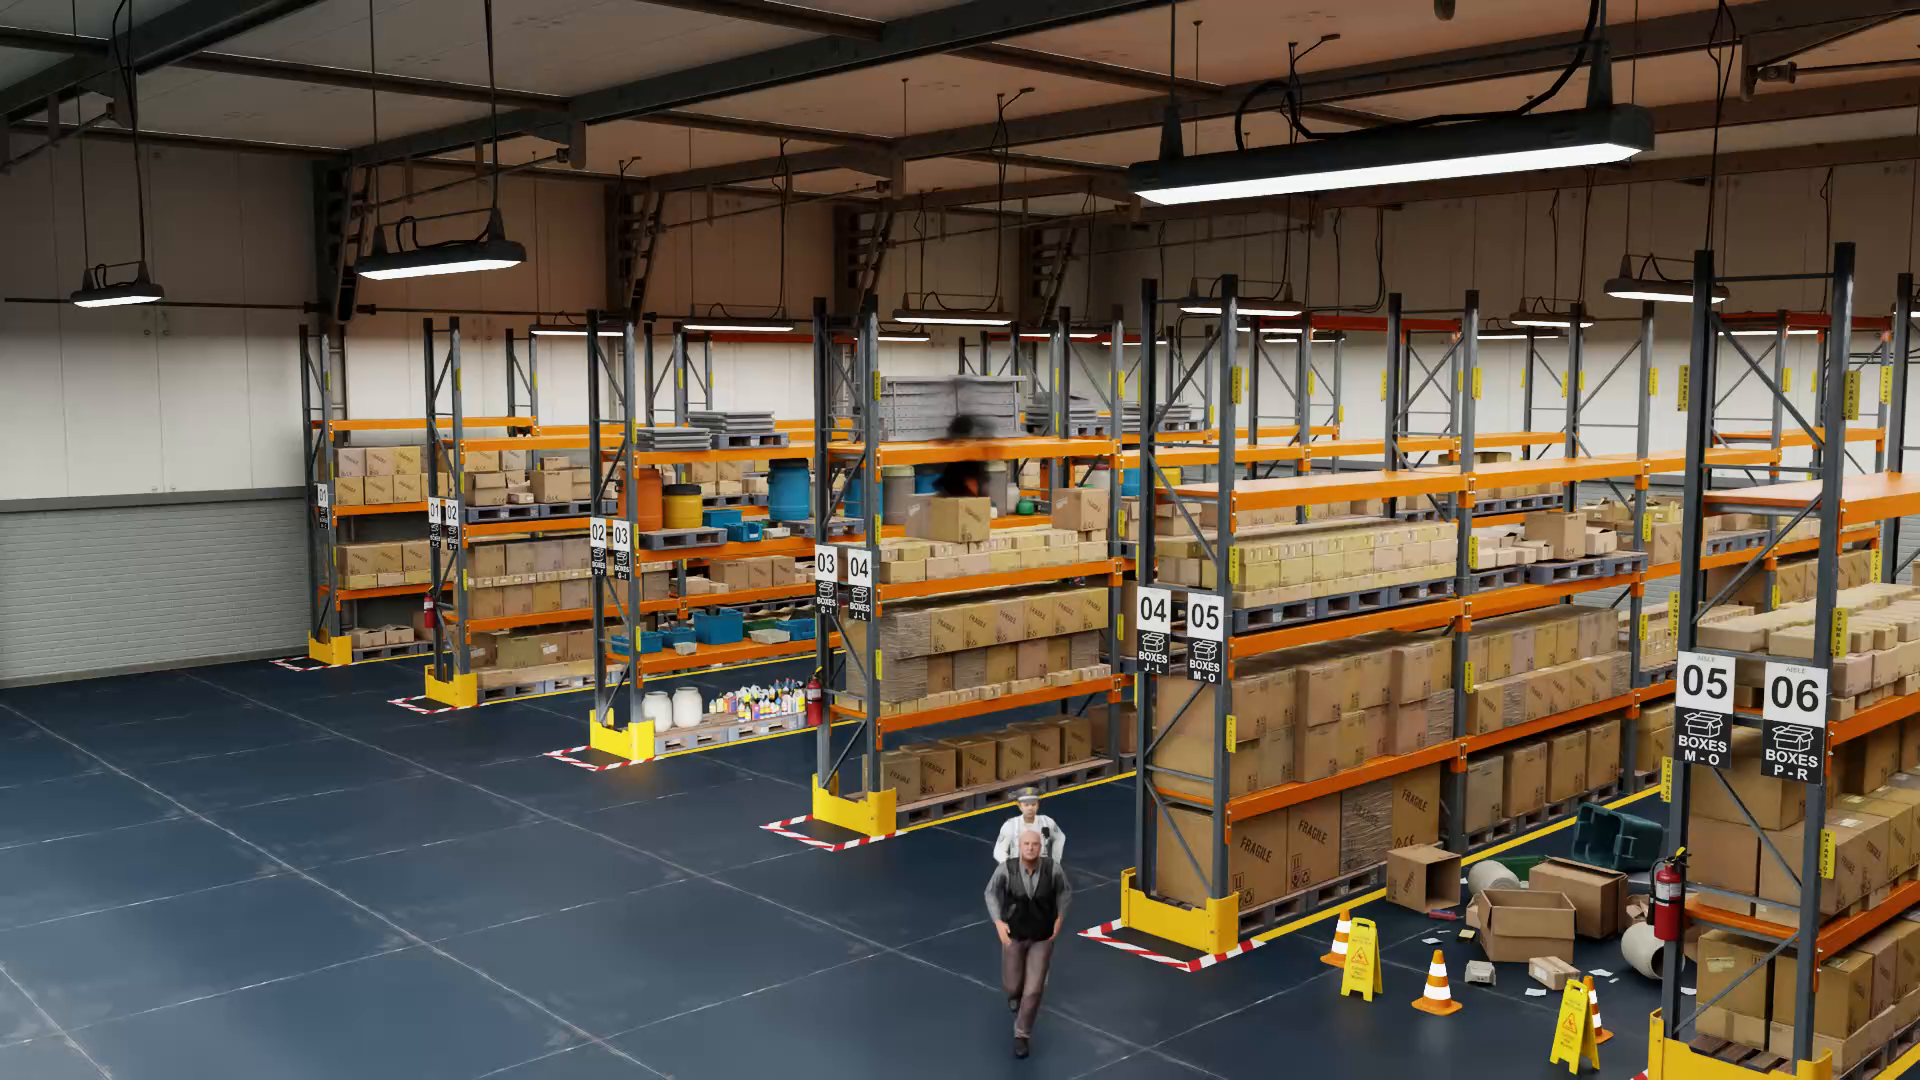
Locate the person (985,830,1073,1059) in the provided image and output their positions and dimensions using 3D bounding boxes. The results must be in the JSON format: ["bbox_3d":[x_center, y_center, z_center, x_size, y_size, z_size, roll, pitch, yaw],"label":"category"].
[{"bbox_3d":[0.532,3.046,12.831,0.682,1.698,0.730,0,6,-1],"label":"person"}]

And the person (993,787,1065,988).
[{"bbox_3d":[0.578,2.915,14.062,0.505,1.720,0.701,0,6,3],"label":"person"}]
